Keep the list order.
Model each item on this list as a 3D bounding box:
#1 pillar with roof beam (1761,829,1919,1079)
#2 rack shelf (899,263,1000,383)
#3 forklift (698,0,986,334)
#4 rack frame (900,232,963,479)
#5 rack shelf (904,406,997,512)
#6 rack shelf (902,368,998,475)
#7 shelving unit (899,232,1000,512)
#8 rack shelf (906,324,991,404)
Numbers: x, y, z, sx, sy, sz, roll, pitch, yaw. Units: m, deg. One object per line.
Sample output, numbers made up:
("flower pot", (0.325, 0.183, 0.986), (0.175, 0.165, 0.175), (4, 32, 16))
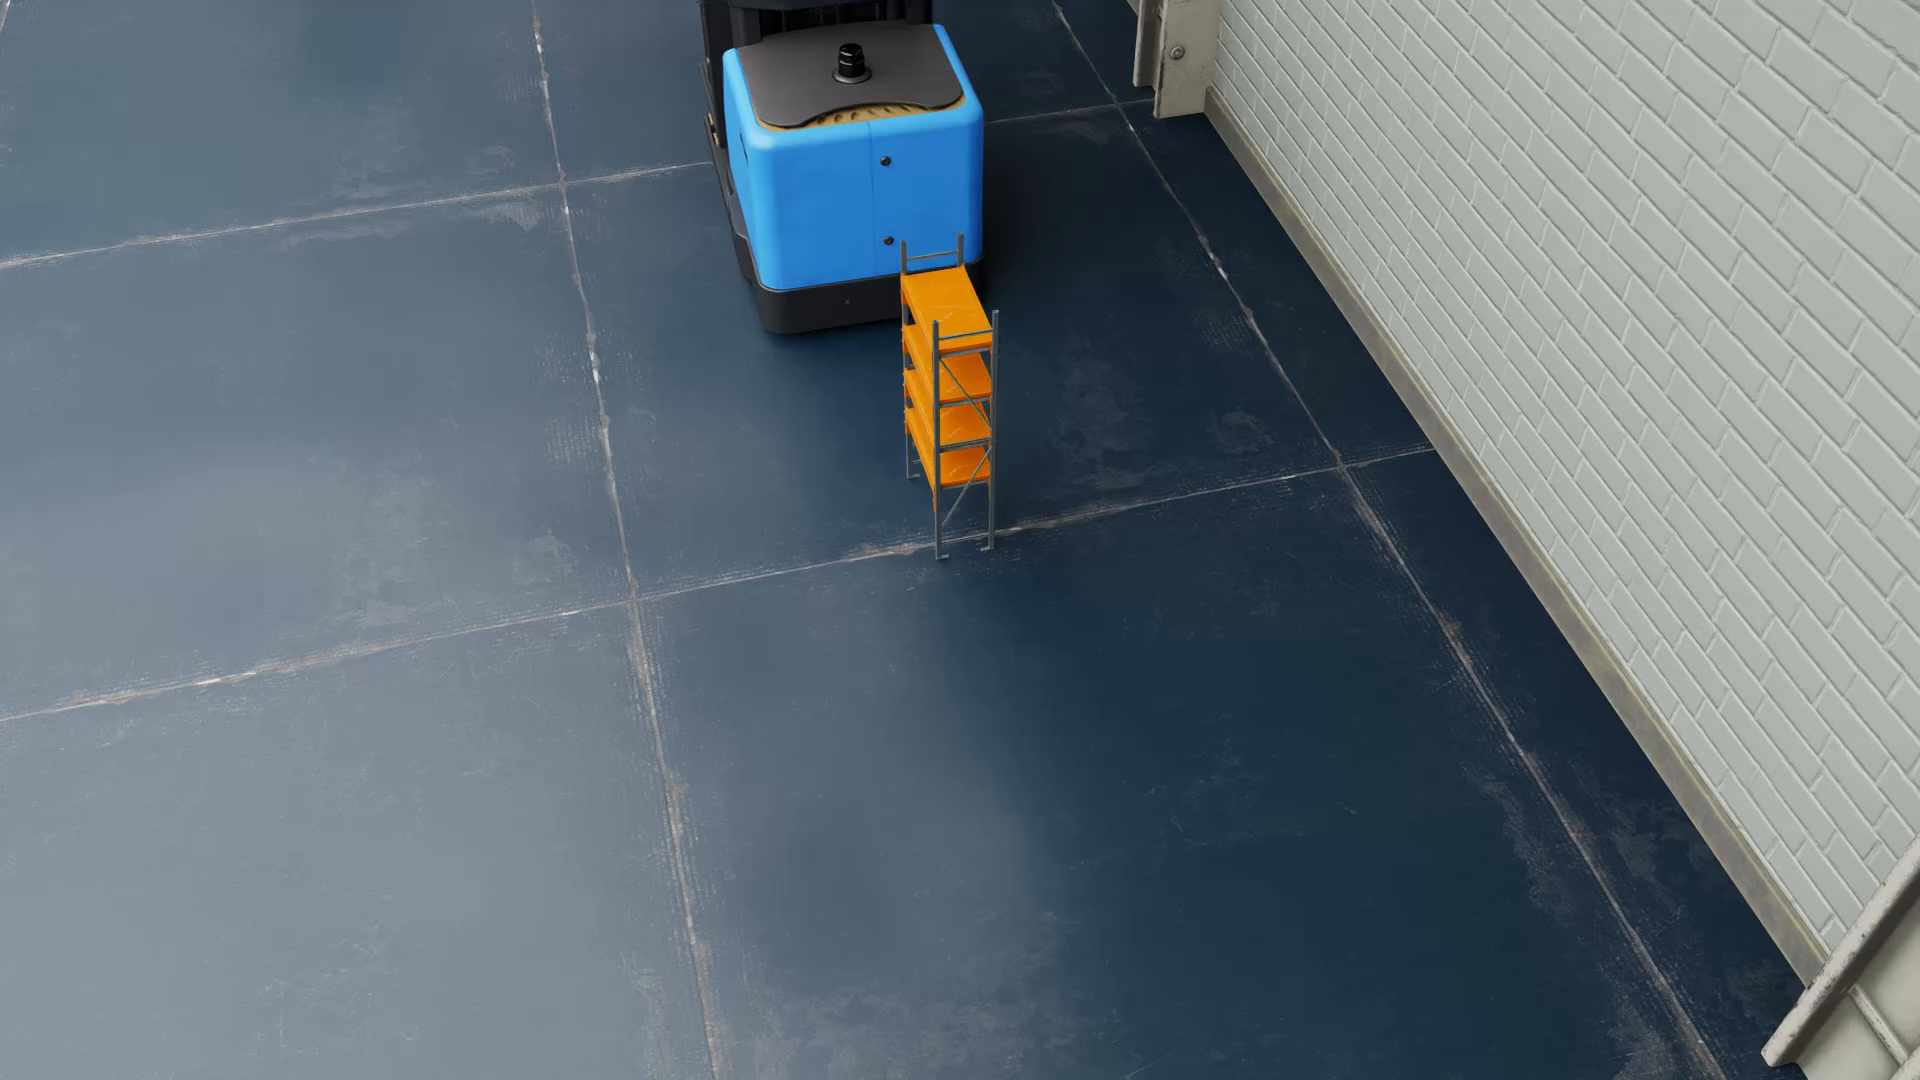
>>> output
("pillar with roof beam", (-1.467, -0.660, 1.096), (9.100, 9.000, 0.400), (-11, 47, -10))
("rack shelf", (-0.042, -0.809, 6.153), (0.258, 0.148, 0.480), (-11, 47, -10))
("forklift", (-0.730, -3.034, 7.672), (1.130, 2.935, 3.031), (-10, 46, -10))
("rack frame", (-0.105, -0.703, 6.599), (0.240, 1.200, 0.015), (-11, 47, -10))
("rack shelf", (-0.042, -0.348, 6.623), (0.258, 0.148, 0.480), (-11, 47, -10))
("rack shelf", (-0.042, -0.487, 6.482), (0.258, 0.148, 0.480), (-11, 47, -10))
("shelving unit", (-0.044, -0.538, 6.437), (0.258, 1.200, 0.492), (-11, 47, -10))
("rack shelf", (-0.042, -0.681, 6.284), (0.221, 0.021, 0.457), (-11, 47, -10))
